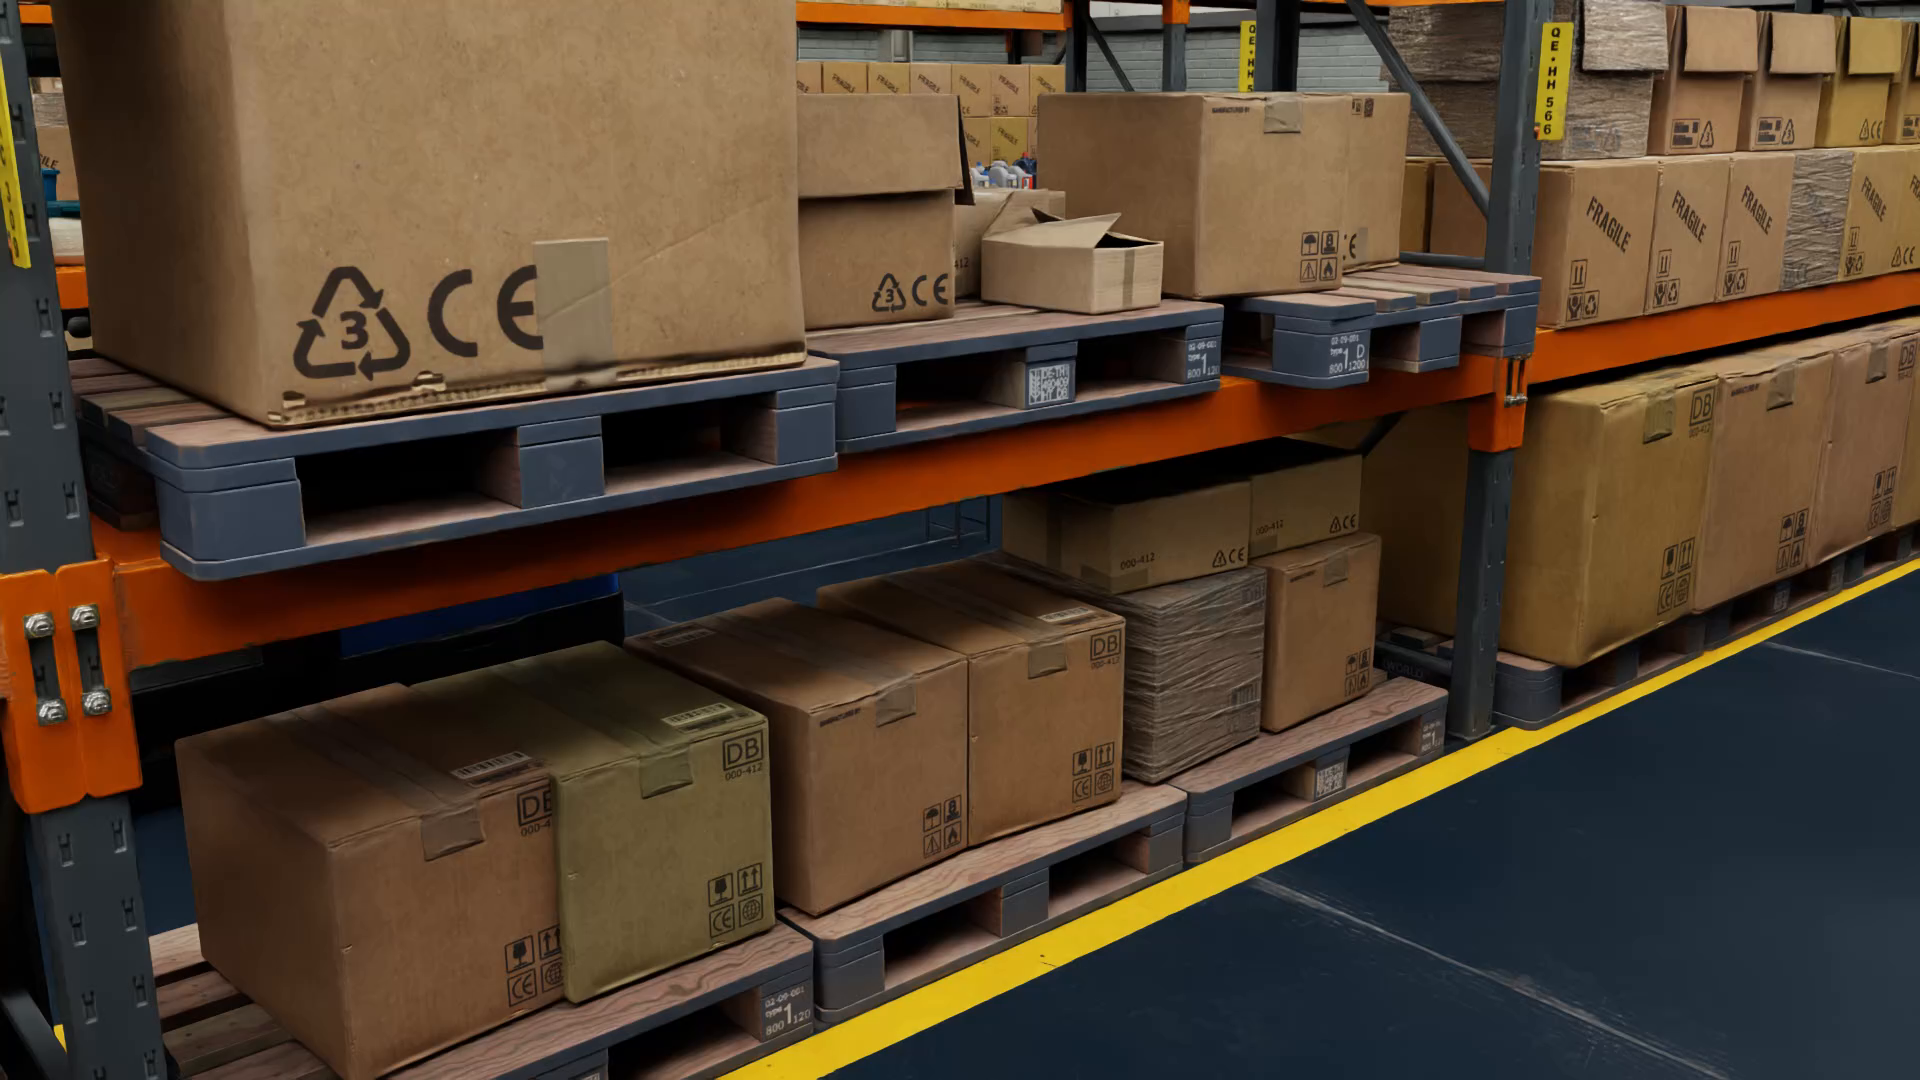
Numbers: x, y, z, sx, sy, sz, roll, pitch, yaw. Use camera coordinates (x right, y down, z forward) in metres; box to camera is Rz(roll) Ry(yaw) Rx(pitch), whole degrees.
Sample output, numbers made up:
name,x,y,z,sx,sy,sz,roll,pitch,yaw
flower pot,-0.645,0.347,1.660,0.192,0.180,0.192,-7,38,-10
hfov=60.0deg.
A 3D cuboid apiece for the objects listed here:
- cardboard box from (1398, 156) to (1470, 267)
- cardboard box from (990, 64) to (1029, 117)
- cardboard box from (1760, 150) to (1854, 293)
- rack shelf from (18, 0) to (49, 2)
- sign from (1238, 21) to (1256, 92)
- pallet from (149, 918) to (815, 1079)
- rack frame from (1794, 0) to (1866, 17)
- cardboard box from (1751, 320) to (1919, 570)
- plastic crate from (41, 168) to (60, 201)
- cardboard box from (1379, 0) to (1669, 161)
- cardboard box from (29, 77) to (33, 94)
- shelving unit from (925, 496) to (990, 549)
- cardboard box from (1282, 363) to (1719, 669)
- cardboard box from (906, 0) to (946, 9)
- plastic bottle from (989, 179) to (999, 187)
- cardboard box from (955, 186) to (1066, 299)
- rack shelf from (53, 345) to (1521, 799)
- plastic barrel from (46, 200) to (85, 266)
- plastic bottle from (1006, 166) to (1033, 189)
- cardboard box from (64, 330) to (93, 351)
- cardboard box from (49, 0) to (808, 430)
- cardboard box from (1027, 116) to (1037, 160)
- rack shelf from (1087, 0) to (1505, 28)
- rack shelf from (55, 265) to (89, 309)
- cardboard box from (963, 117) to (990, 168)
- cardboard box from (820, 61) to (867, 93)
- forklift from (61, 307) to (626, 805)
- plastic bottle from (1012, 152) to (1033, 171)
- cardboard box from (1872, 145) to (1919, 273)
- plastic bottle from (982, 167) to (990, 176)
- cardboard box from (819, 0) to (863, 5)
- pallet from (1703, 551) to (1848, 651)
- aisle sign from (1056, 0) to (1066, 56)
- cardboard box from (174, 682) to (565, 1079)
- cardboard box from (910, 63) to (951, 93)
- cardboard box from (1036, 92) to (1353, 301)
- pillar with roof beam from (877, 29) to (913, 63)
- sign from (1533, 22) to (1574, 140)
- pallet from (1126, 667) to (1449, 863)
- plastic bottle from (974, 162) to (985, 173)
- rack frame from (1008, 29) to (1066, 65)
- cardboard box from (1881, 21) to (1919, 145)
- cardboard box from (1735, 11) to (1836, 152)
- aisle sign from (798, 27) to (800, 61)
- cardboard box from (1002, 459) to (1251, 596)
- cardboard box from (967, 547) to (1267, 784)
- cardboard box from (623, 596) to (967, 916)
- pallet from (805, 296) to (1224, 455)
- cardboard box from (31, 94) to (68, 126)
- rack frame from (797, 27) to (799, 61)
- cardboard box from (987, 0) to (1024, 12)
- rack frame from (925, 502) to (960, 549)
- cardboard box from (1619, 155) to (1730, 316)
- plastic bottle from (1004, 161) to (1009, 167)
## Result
name,x,y,z,sx,sy,sz,roll,pitch,yaw
cardboard box,1.553,-1.084,5.801,0.500,0.500,0.500,-12,19,-38
cardboard box,0.342,-4.505,16.671,0.500,0.500,0.500,-12,19,-38
cardboard box,3.039,-1.241,6.389,0.500,0.500,0.500,-13,19,-39
rack shelf,-6.666,-3.596,10.980,4.000,0.370,1.077,-13,19,-39
sign,0.976,-1.571,5.573,0.005,0.325,0.100,-13,19,-39
pallet,-1.088,0.989,3.638,1.213,0.211,1.003,-13,19,-39
rack frame,4.361,-1.581,7.857,0.127,3.000,1.000,-13,19,-39
cardboard box,3.217,-0.494,7.090,0.875,0.875,1.225,-14,20,-41
plastic crate,-4.298,-1.430,7.322,0.575,0.384,0.392,-13,19,-39
cardboard box,1.905,-1.557,5.630,0.637,0.503,0.797,-12,19,-38
cardboard box,-8.885,-4.249,15.542,0.380,0.149,0.250,12,19,38
shelving unit,-0.011,-0.577,7.586,0.189,1.200,0.258,-13,19,-39
cardboard box,1.877,-0.193,5.963,0.875,0.875,1.225,-14,20,-42
cardboard box,-0.477,-5.175,15.790,0.500,0.250,0.500,-13,19,-39
plastic bottle,0.197,-2.125,10.277,0.097,0.201,0.097,0,15,0
cardboard box,-0.072,-0.795,4.390,0.500,0.250,0.500,-13,20,-41
rack shelf,-0.166,-0.217,4.145,4.000,0.370,1.077,-13,19,-39
plastic barrel,-3.827,-1.318,7.139,0.301,0.262,0.301,0,15,0
plastic bottle,0.368,-2.209,10.446,0.135,0.276,0.152,-13,19,-39
cardboard box,-6.162,-1.398,11.686,0.500,0.250,0.500,-12,19,-38
cardboard box,-0.983,-0.826,3.054,1.000,1.000,1.000,-12,19,-39
cardboard box,0.719,-4.107,17.121,0.500,0.500,0.500,-12,19,-38
rack shelf,2.618,-3.986,12.441,4.000,0.370,1.077,-13,19,-39
rack shelf,-3.417,-1.182,7.755,4.000,0.370,1.077,-13,19,-39
cardboard box,-0.050,-3.935,16.477,0.500,0.500,0.500,-12,19,-39
cardboard box,-1.210,-4.154,15.359,0.500,0.500,0.500,-13,20,-41
forklift,-2.602,-0.763,4.925,3.031,2.935,1.130,-14,20,-42
plastic bottle,0.397,-2.299,10.640,0.185,0.351,0.144,-13,19,-39
cardboard box,3.809,-1.415,7.040,0.500,0.500,0.500,-12,19,-38
plastic bottle,0.171,-2.205,10.440,0.097,0.271,0.097,0,15,0
cardboard box,-1.230,-5.005,15.154,0.500,0.250,0.500,-13,19,-39
pallet,2.907,0.119,6.895,1.213,0.211,1.003,-13,19,-39
aisle sign,1.131,-5.396,17.101,0.004,0.787,0.394,-13,19,-39
cardboard box,-1.197,0.669,3.423,0.700,0.500,0.500,14,21,43
cardboard box,-0.433,-4.329,16.013,0.500,0.500,0.500,-12,19,-38
cardboard box,0.606,-0.942,4.455,0.500,0.500,0.700,-9,18,-31
pillar with roof beam,1.918,-7.838,19.655,0.400,9.000,9.100,-13,19,-39
sign,1.706,-1.321,4.792,0.005,0.325,0.100,-13,19,-39
pallet,0.753,0.576,5.186,1.213,0.211,1.003,-13,19,-39
plastic bottle,0.129,-2.403,11.182,0.097,0.271,0.097,0,15,0
rack frame,0.878,-4.188,17.616,0.127,3.000,1.000,-13,19,-39
cardboard box,3.884,-2.004,7.304,0.637,0.503,0.797,-13,20,-41
cardboard box,2.900,-1.782,6.471,0.637,0.503,0.797,-12,19,-38
aisle sign,-2.125,-6.362,20.716,0.004,0.787,0.394,-13,19,-39
cardboard box,0.464,-0.060,4.699,0.500,0.250,0.500,-10,18,-33
cardboard box,0.441,0.305,4.786,0.700,0.500,0.500,14,20,42
cardboard box,-0.403,0.497,4.067,0.700,0.500,0.500,14,20,42
pallet,-0.123,-0.468,4.060,1.213,0.211,1.003,-13,19,-39
cardboard box,-8.760,-3.976,15.776,0.700,0.500,0.500,13,20,40
rack frame,-2.377,-5.152,21.224,0.127,3.000,1.000,-13,19,-39
cardboard box,0.279,-5.344,16.422,0.500,0.250,0.500,-13,19,-39
rack frame,-0.080,-0.562,7.528,0.006,1.200,0.240,-13,19,-39
cardboard box,2.276,-1.069,5.746,0.500,0.500,0.500,-13,20,-41
plastic bottle,0.303,-2.442,11.329,0.097,0.271,0.097,0,15,0
